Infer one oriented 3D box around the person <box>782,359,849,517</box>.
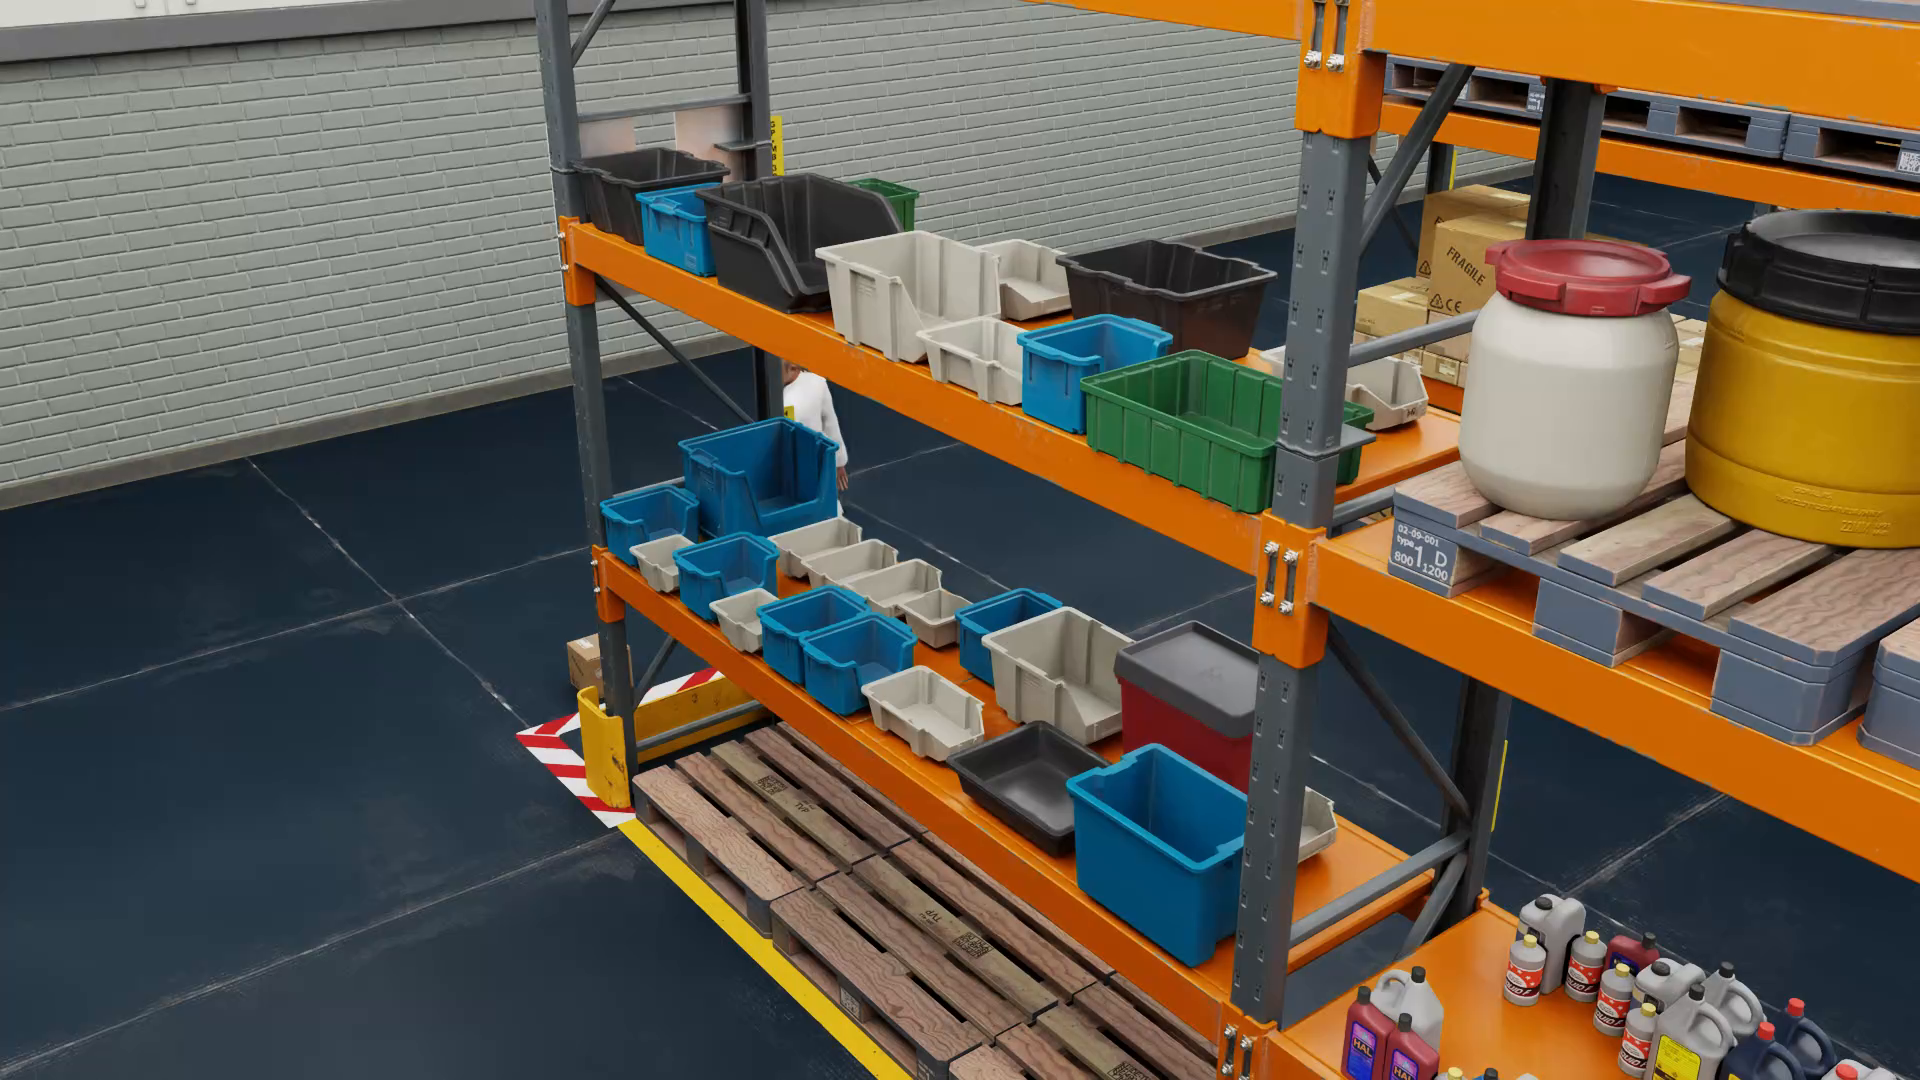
[{"bbox_3d":[-0.953,-0.336,9.358,1.059,1.711,0.641,5,25,11],"label":"person"}]
